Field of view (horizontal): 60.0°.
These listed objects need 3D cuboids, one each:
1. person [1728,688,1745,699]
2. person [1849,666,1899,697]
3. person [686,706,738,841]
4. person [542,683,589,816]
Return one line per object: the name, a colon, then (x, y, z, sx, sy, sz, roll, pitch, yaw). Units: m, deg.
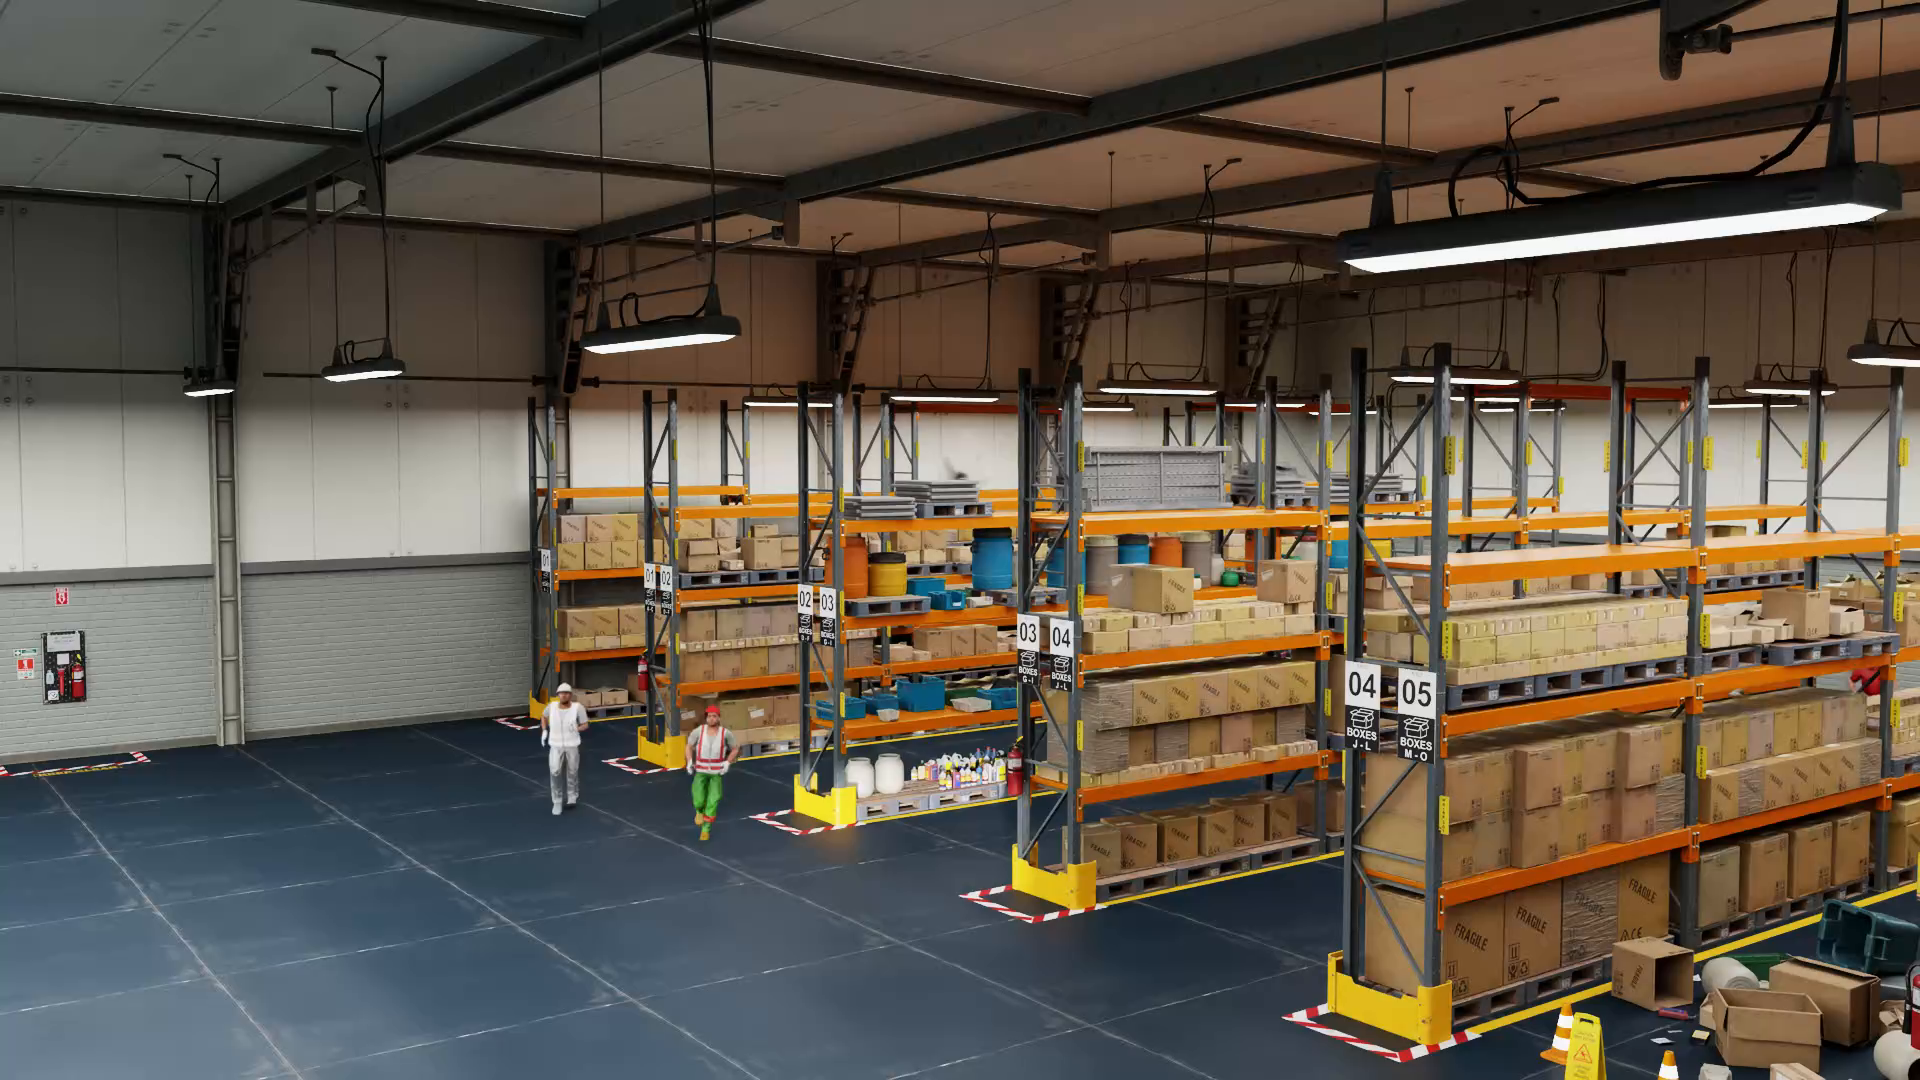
person: (11.024, 2.933, 23.769, 0.583, 1.721, 0.753, 3, 5, 45)
person: (15.143, 2.726, 27.489, 0.728, 1.620, 0.951, 1, 3, 10)
person: (-3.242, 3.018, 21.745, 0.685, 1.738, 0.603, 0, 3, -3)
person: (-5.500, 2.901, 23.167, 0.668, 1.826, 0.823, -1, 3, -10)
